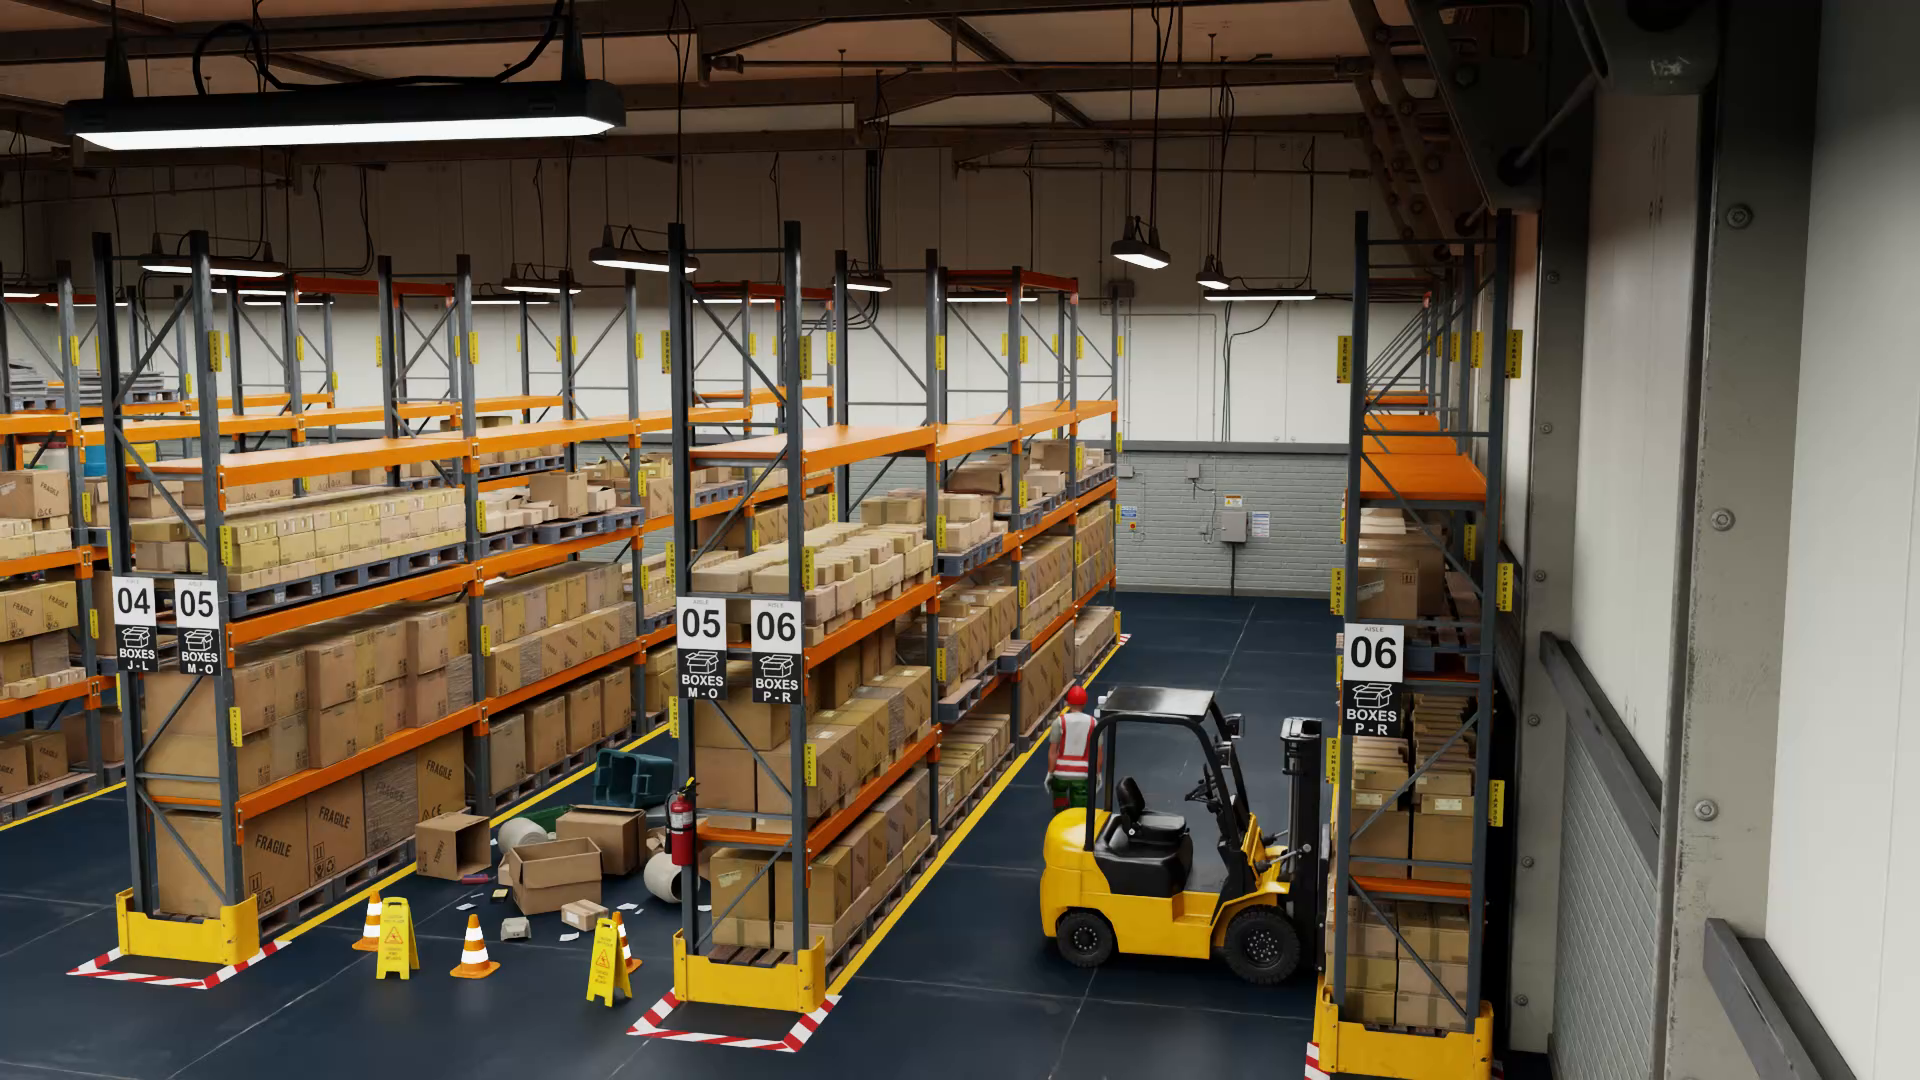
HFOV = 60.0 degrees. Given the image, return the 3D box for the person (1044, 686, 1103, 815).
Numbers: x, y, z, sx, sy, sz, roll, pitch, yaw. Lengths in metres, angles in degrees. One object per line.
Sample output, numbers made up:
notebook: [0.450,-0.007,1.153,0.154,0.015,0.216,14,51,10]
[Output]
person: [1.119,2.293,16.244,0.559,1.759,0.700,1,7,8]

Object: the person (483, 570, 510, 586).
person: [-7.011,1.246,25.075,0.631,1.752,0.645,2,7,15]
